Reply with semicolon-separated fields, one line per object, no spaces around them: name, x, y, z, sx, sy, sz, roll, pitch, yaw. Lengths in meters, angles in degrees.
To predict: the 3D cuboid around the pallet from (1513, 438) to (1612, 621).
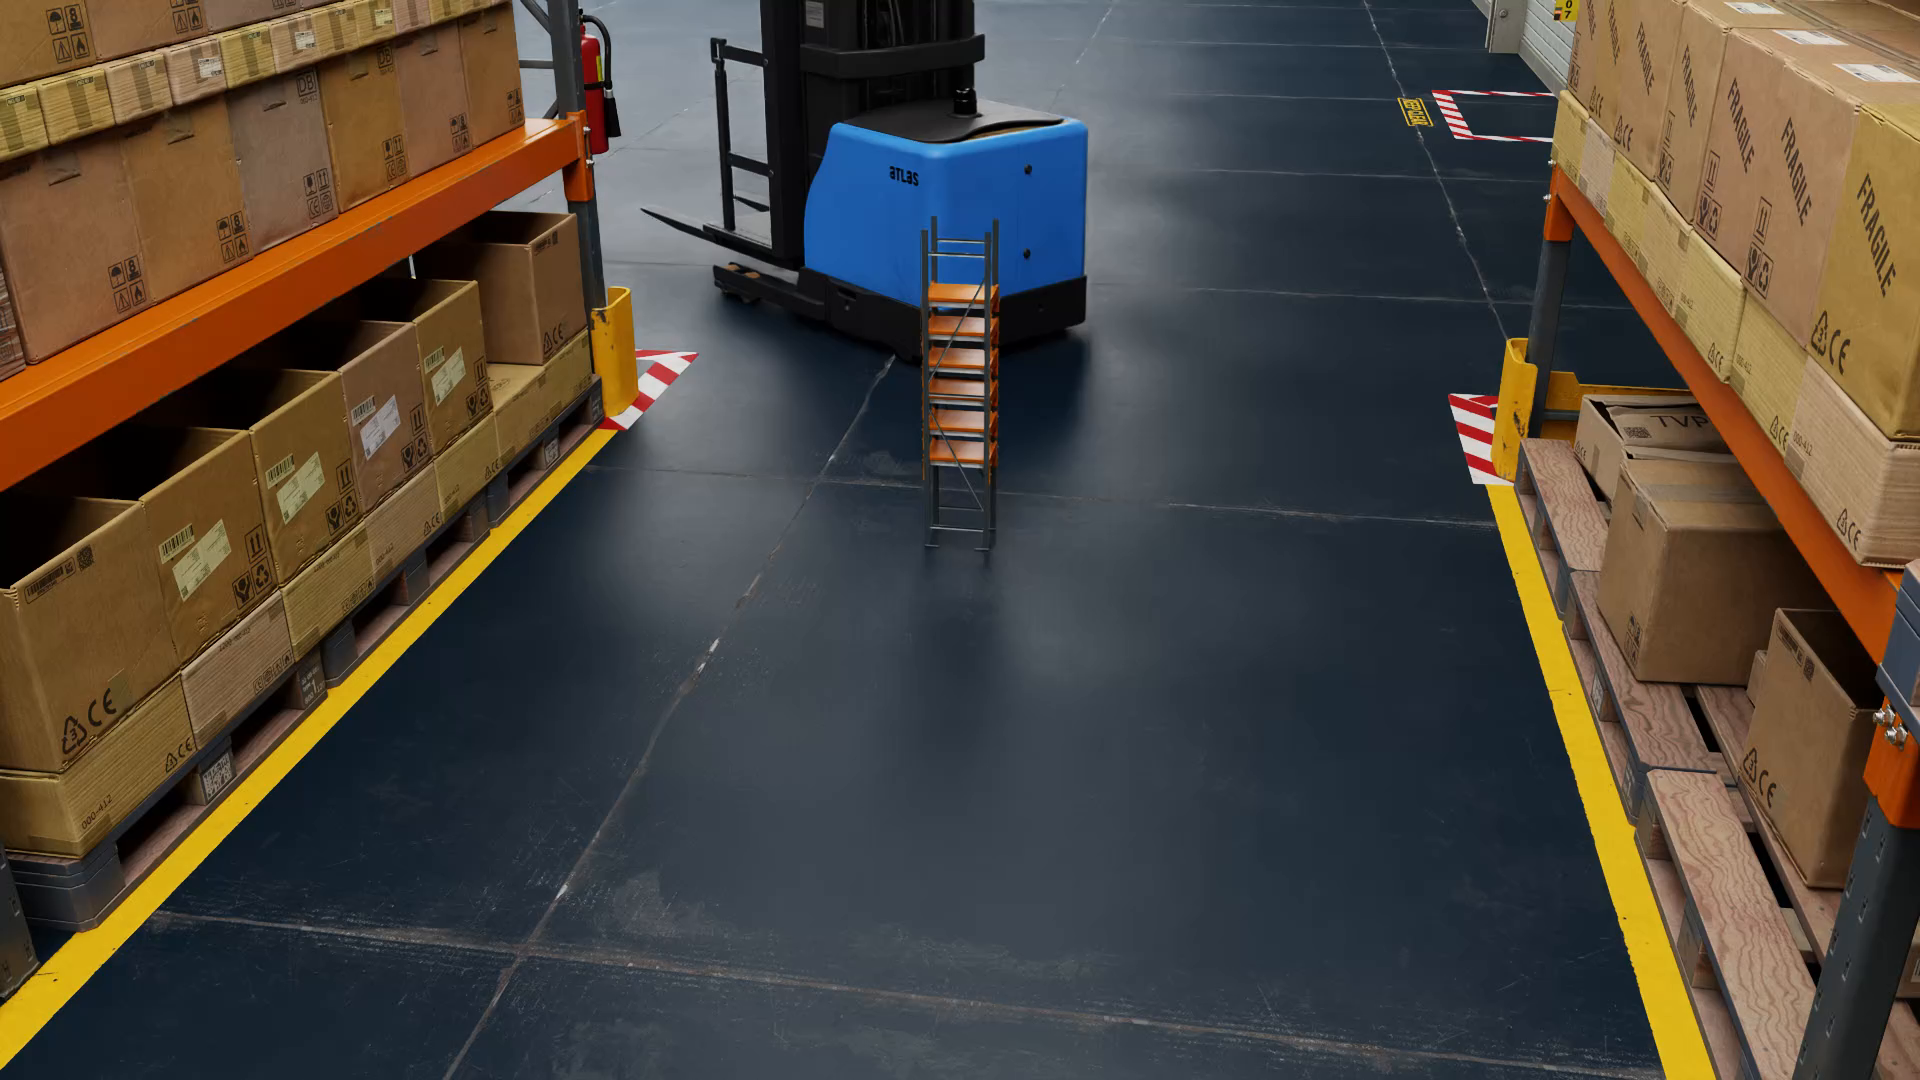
pallet;2.629;-0.030;6.064;1.003;0.211;1.213;4;25;9

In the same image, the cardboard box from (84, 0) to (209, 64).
cardboard box;-2.502;-1.570;4.418;0.700;0.500;0.500;4;25;8

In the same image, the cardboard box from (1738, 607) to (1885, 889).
cardboard box;2.285;0.507;4.058;0.500;0.500;0.500;2;25;5

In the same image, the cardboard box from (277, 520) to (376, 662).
cardboard box;-2.184;0.134;5.173;0.500;0.250;0.500;4;25;9

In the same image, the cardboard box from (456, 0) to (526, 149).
cardboard box;-2.168;-1.854;6.555;0.700;0.500;0.500;4;25;9

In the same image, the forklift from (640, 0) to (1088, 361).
forklift;-0.695;-2.730;8.624;1.130;2.935;3.031;-20;32;-36

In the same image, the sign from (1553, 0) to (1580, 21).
sign;2.274;-2.091;6.158;0.100;0.325;0.005;4;25;9

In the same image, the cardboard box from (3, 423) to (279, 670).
cardboard box;-2.274;0.003;4.568;0.500;0.500;0.500;4;25;9

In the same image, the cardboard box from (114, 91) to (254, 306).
cardboard box;-2.500;-0.992;4.714;0.700;0.500;0.500;4;25;9

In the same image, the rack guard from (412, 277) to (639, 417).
rack guard;-2.075;-0.881;7.543;1.175;0.500;0.348;4;25;9

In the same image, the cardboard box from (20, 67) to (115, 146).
cardboard box;-2.375;-1.091;4.160;0.380;0.149;0.250;4;25;8

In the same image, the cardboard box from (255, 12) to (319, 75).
cardboard box;-2.205;-1.521;5.077;0.380;0.149;0.250;4;25;8

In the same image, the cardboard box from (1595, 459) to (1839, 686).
cardboard box;2.345;0.096;4.936;0.700;0.500;0.500;2;25;5

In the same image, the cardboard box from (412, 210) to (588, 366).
cardboard box;-1.873;-1.043;6.803;0.500;0.500;0.500;4;25;9

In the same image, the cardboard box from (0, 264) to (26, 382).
cardboard box;-2.666;-0.562;3.794;0.700;0.500;0.500;3;25;7

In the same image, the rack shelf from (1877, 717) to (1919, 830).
rack shelf;1.828;1.174;1.053;1.077;0.370;4.000;4;25;9

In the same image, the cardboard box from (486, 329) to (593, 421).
cardboard box;-1.875;-0.703;6.963;0.500;0.250;0.500;4;25;9

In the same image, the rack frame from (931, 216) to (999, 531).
rack frame;0.017;-0.588;6.090;0.240;1.200;0.006;4;25;9

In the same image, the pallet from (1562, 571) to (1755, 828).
pallet;2.427;0.479;4.977;1.003;0.211;1.213;4;25;9

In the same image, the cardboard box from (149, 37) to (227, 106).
cardboard box;-2.291;-1.308;4.622;0.380;0.149;0.250;3;25;7

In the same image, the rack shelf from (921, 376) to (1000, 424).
rack shelf;0.002;-0.509;6.027;0.258;0.103;0.180;4;25;9

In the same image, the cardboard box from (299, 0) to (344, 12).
cardboard box;-2.338;-1.988;5.312;0.700;0.500;0.500;4;25;9

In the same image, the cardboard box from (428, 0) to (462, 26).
cardboard box;-2.036;-1.953;6.001;0.380;0.149;0.250;4;25;8

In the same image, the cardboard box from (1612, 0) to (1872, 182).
cardboard box;2.253;-1.342;4.847;0.500;0.500;0.500;3;25;7

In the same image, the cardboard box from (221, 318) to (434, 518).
cardboard box;-2.105;-0.415;5.461;0.500;0.500;0.500;4;25;9

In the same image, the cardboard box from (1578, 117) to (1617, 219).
cardboard box;2.345;-1.203;5.434;0.500;0.250;0.500;3;25;7

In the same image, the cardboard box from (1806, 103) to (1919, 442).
cardboard box;1.927;-0.489;3.024;0.500;0.500;0.500;4;25;8

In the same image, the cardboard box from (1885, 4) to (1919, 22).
cardboard box;2.687;-1.094;4.317;0.500;0.500;0.500;4;25;9

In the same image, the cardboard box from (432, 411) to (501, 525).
cardboard box;-2.025;-0.284;6.067;0.500;0.250;0.500;4;25;9

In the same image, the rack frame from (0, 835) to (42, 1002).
rack frame;-2.732;-0.330;3.418;1.000;3.000;0.127;4;25;9

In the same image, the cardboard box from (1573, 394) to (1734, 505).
cardboard box;2.607;-0.360;6.134;0.500;0.311;0.500;1;25;3

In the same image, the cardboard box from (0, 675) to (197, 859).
cardboard box;-2.358;0.552;4.281;0.500;0.250;0.500;4;25;9

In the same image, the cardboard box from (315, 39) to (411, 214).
cardboard box;-2.336;-1.427;5.642;0.700;0.500;0.500;4;25;9

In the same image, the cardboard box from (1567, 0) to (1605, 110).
cardboard box;2.434;-1.764;5.748;0.500;0.500;0.500;4;25;9

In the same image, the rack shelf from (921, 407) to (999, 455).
rack shelf;0.002;-0.401;6.078;0.258;0.103;0.180;4;25;9

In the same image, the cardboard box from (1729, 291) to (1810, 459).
cardboard box;2.023;-0.357;3.627;0.500;0.250;0.500;4;25;9

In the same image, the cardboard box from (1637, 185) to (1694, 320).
cardboard box;2.171;-0.779;4.529;0.500;0.250;0.500;4;25;9

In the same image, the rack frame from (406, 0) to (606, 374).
rack frame;-2.079;-2.003;6.992;1.000;3.000;0.127;4;25;9

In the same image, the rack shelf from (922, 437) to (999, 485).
rack shelf;0.002;-0.292;6.129;0.258;0.103;0.180;4;25;9

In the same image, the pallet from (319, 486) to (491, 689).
pallet;-2.364;0.091;5.806;1.003;0.211;1.213;4;25;9

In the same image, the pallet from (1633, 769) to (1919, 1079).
pallet;2.230;0.991;3.884;1.003;0.211;1.213;4;25;9

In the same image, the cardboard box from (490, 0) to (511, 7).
cardboard box;-1.953;-2.169;6.463;0.380;0.149;0.250;4;25;8

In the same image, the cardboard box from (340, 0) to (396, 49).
cardboard box;-2.122;-1.738;5.542;0.380;0.149;0.250;5;26;10

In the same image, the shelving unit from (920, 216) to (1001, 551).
shelving unit;0.002;-0.549;6.009;0.258;1.200;0.189;4;25;9

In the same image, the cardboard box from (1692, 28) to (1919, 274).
cardboard box;2.096;-0.908;3.920;0.500;0.500;0.500;3;25;7
